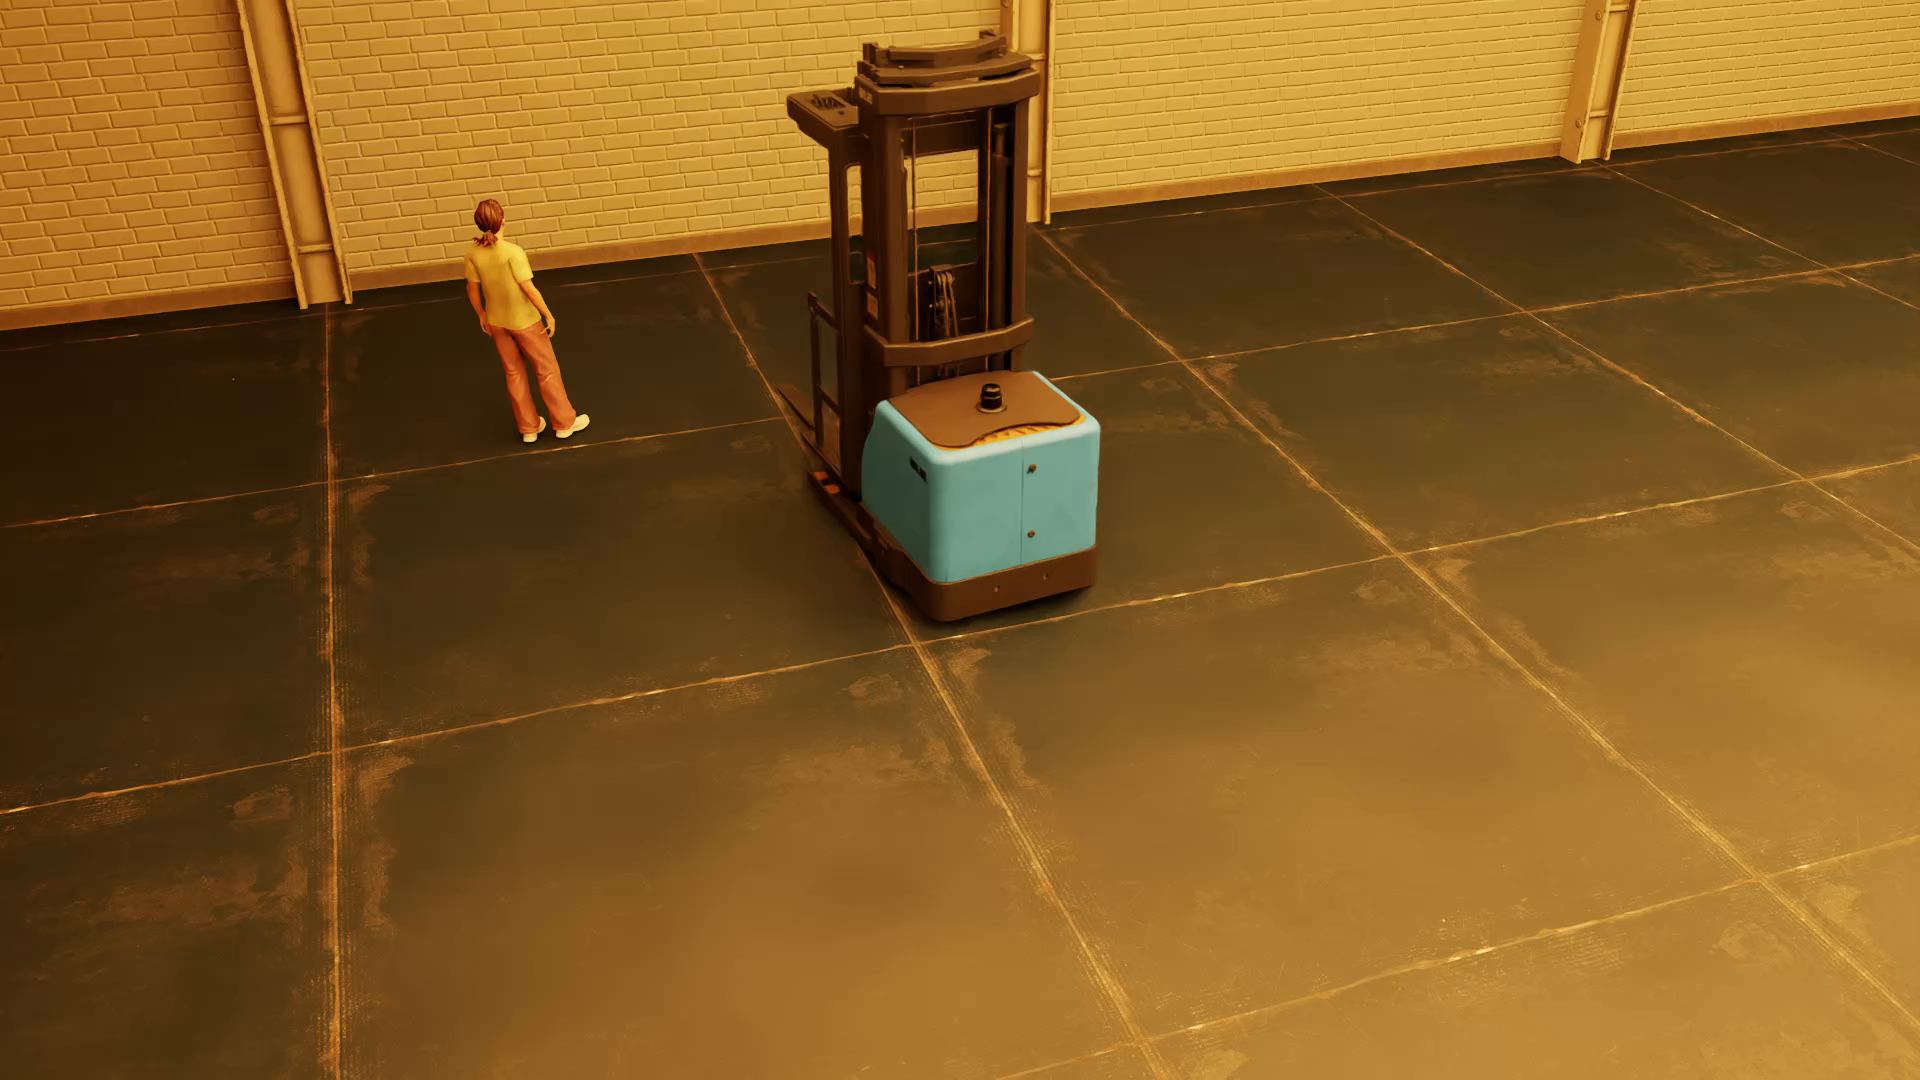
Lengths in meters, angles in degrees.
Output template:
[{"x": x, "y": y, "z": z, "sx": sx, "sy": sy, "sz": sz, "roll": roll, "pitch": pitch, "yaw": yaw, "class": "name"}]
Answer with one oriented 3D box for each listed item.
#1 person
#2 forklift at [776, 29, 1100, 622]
[{"x": -2.861, "y": -1.440, "z": 10.833, "sx": 0.552, "sy": 1.673, "sz": 0.549, "roll": 8, "pitch": 31, "yaw": 13, "class": "person"}, {"x": -0.311, "y": -1.537, "z": 9.759, "sx": 1.130, "sy": 2.935, "sz": 3.031, "roll": -13, "pitch": 32, "yaw": -22, "class": "forklift"}]
